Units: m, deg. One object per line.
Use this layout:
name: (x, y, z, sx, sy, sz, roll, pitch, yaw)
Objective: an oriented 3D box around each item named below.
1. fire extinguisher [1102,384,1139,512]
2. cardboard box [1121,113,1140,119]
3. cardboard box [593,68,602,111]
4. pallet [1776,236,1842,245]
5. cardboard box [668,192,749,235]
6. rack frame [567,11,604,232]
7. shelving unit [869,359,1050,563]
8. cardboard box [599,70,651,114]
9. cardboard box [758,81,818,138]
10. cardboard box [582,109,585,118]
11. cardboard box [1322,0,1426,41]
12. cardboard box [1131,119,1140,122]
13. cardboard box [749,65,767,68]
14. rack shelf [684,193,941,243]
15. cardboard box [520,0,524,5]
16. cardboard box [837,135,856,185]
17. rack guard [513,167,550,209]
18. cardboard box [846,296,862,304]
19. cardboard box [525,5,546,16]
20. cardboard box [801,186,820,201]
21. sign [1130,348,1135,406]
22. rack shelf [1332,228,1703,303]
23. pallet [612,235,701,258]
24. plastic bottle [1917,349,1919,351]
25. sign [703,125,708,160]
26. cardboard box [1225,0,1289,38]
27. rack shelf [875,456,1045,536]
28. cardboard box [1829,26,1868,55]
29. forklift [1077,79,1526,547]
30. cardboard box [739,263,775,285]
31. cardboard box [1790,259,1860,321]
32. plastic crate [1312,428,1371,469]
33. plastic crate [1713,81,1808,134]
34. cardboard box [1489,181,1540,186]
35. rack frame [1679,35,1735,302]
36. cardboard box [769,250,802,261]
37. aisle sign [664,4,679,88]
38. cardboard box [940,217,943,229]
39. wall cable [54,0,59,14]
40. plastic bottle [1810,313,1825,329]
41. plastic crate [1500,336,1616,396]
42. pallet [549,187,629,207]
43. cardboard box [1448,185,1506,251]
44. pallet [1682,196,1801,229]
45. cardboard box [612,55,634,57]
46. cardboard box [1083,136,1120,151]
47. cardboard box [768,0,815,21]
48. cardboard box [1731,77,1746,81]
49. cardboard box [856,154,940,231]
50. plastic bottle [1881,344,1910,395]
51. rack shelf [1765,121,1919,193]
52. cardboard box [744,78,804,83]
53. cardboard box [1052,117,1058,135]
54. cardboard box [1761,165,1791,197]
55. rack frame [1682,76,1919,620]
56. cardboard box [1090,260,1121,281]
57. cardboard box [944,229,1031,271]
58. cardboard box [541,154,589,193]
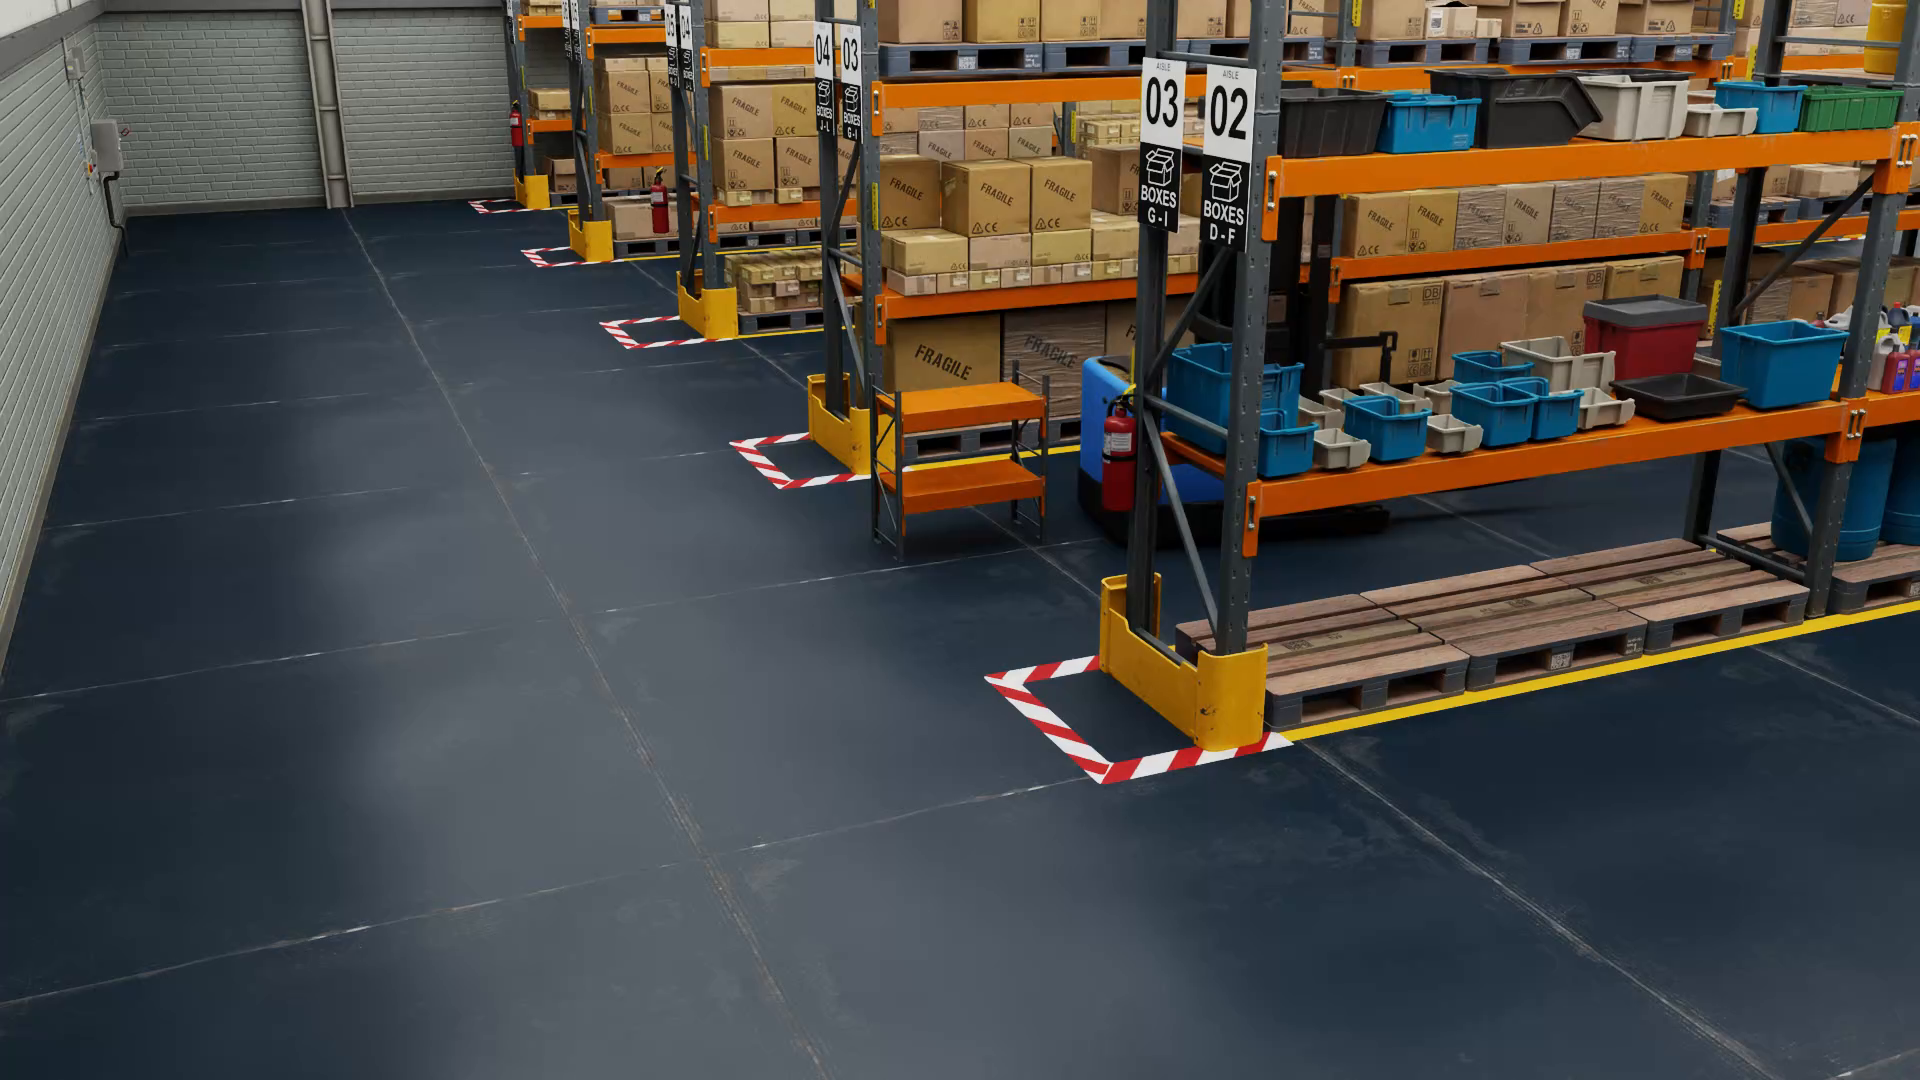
fire extinguisher: (0.824, -0.491, 8.577, 0.183, 0.674, 0.296, -8, 21, -22)
cardboard box: (1.999, -4.723, 18.769, 0.250, 0.149, 0.380, -8, 21, -22)
cardboard box: (-4.396, -5.772, 21.241, 0.500, 0.500, 0.500, -7, 21, -20)
pallet: (11.297, -4.281, 22.863, 1.213, 0.211, 1.003, -8, 21, -22)
cardboard box: (-3.341, -4.347, 22.076, 0.875, 0.438, 0.875, -8, 21, -20)
rack frame: (-4.744, -5.117, 21.038, 0.127, 3.000, 1.000, -8, 21, -22)
shelving unit: (-0.006, -0.530, 10.833, 1.048, 1.125, 0.538, -8, 21, -22)
cardboard box: (-4.191, -5.612, 20.788, 0.500, 0.500, 0.500, -9, 21, -23)
cardboard box: (-1.713, -4.326, 16.688, 0.500, 0.500, 0.500, -8, 21, -20)
cardboard box: (-5.861, -6.564, 25.526, 0.250, 0.149, 0.380, -8, 21, -23)
cardboard box: (3.382, -4.360, 13.590, 0.500, 0.500, 0.700, -8, 21, -21)
cardboard box: (2.016, -4.490, 18.108, 0.250, 0.149, 0.380, -8, 21, -21)
cardboard box: (-2.647, -6.144, 21.323, 0.250, 0.149, 0.380, -8, 21, -22)
rack shelf: (-0.854, -3.544, 17.655, 4.000, 0.370, 1.077, -8, 21, -22)
cardboard box: (-6.413, -8.256, 25.215, 0.500, 0.250, 0.500, -9, 21, -23)
cardboard box: (-1.233, -3.922, 17.045, 0.500, 0.500, 0.500, -8, 21, -21)
rack guard: (-6.644, -5.461, 25.779, 0.348, 0.500, 1.175, -8, 21, -22)
cardboard box: (-1.175, -2.602, 17.556, 0.250, 0.149, 0.380, -8, 21, -22)
cardboard box: (-6.329, -7.897, 24.797, 0.250, 0.149, 0.380, -8, 21, -21)
cardboard box: (-1.594, -3.586, 17.068, 0.250, 0.149, 0.380, -7, 21, -19)
sign: (0.910, -0.827, 8.608, 0.005, 0.325, 0.100, -8, 21, -22)
rack shelf: (4.690, -2.545, 14.816, 4.000, 0.370, 1.077, -8, 21, -22)
pallet: (-4.041, -3.930, 21.867, 1.213, 0.211, 1.003, -8, 21, -22)
plastic bottle: (5.661, -1.045, 9.773, 0.097, 0.201, 0.097, 0, 19, 0)
sign: (-2.476, -3.863, 16.175, 0.005, 0.325, 0.100, -8, 21, -22)
cardboard box: (2.159, -4.207, 13.004, 0.500, 0.500, 0.700, -9, 22, -25)
rack shelf: (-0.006, -0.299, 10.914, 1.000, 0.278, 0.538, -8, 21, -22)
cardboard box: (7.999, -4.613, 15.317, 0.500, 0.250, 0.500, -8, 21, -21)
forklift: (2.393, -1.584, 11.107, 3.031, 2.935, 1.130, -5, 20, -13)
cardboard box: (-2.075, -2.720, 16.995, 0.250, 0.149, 0.380, -9, 21, -24)
cardboard box: (8.668, -2.497, 16.698, 0.500, 0.500, 0.700, -10, 22, -27)
plastic crate: (1.827, -0.437, 8.054, 0.298, 0.136, 0.250, -8, 21, -22)
plastic crate: (4.106, -2.229, 8.573, 0.300, 0.233, 0.416, -8, 21, -22)
cardboard box: (4.636, -3.401, 14.504, 0.637, 0.503, 0.797, -7, 21, -20)
rack frame: (6.527, -3.147, 15.444, 0.127, 3.000, 1.000, -8, 21, -22)
cardboard box: (-1.864, -2.990, 17.761, 0.250, 0.149, 0.380, -9, 21, -23)
aisle sign: (-2.877, -4.929, 16.589, 0.004, 0.787, 0.394, -8, 21, -22)
cardboard box: (-0.013, -2.376, 13.030, 0.500, 0.250, 0.500, -9, 21, -23)
wall cable: (-9.856, -7.112, 17.672, 0.029, 3.000, 0.463, -8, 21, -22)
plastic bottle: (5.244, -1.250, 10.232, 0.133, 0.283, 0.061, -8, 21, -22)
plastic crate: (3.341, -0.938, 9.258, 0.530, 0.282, 0.437, -8, 21, -22)
pallet: (-5.912, -5.430, 26.126, 1.213, 0.211, 1.003, -8, 21, -22)
cardboard box: (4.296, -2.784, 14.263, 0.500, 0.500, 0.500, -9, 21, -23)
pallet: (7.139, -3.183, 15.834, 1.003, 0.211, 1.213, -8, 21, -22)
cardboard box: (-4.271, -6.091, 21.171, 0.250, 0.149, 0.380, -8, 21, -21)
cardboard box: (1.526, -4.278, 17.954, 0.250, 0.149, 0.380, -8, 21, -21)
cardboard box: (-1.706, -5.248, 16.367, 0.500, 0.250, 0.500, -8, 21, -23)
cardboard box: (9.689, -5.954, 21.564, 0.550, 0.550, 0.875, -8, 21, -22)
cardboard box: (-0.476, -2.662, 12.715, 0.500, 0.500, 0.500, -8, 21, -21)
plastic bottle: (5.321, -0.974, 9.446, 0.133, 0.283, 0.061, -8, 21, -22)
rack shelf: (6.652, -2.449, 10.028, 4.000, 0.370, 1.077, -8, 21, -22)
cardboard box: (-1.904, -4.482, 17.132, 0.500, 0.500, 0.500, -9, 21, -24)
cardboard box: (1.308, -5.819, 23.259, 0.500, 0.250, 0.500, -8, 21, -22)
cardboard box: (7.480, -3.580, 15.889, 0.500, 0.500, 0.700, -5, 20, -14)
rack frame: (4.816, -1.111, 9.660, 0.127, 3.000, 1.000, -8, 21, -22)
cardboard box: (1.049, -2.125, 12.919, 0.250, 0.149, 0.380, -9, 21, -23)
cardboard box: (0.203, -2.216, 12.576, 0.500, 0.250, 0.500, -8, 21, -23)
cardboard box: (-6.115, -5.702, 25.827, 0.637, 0.503, 0.797, -9, 21, -24)
